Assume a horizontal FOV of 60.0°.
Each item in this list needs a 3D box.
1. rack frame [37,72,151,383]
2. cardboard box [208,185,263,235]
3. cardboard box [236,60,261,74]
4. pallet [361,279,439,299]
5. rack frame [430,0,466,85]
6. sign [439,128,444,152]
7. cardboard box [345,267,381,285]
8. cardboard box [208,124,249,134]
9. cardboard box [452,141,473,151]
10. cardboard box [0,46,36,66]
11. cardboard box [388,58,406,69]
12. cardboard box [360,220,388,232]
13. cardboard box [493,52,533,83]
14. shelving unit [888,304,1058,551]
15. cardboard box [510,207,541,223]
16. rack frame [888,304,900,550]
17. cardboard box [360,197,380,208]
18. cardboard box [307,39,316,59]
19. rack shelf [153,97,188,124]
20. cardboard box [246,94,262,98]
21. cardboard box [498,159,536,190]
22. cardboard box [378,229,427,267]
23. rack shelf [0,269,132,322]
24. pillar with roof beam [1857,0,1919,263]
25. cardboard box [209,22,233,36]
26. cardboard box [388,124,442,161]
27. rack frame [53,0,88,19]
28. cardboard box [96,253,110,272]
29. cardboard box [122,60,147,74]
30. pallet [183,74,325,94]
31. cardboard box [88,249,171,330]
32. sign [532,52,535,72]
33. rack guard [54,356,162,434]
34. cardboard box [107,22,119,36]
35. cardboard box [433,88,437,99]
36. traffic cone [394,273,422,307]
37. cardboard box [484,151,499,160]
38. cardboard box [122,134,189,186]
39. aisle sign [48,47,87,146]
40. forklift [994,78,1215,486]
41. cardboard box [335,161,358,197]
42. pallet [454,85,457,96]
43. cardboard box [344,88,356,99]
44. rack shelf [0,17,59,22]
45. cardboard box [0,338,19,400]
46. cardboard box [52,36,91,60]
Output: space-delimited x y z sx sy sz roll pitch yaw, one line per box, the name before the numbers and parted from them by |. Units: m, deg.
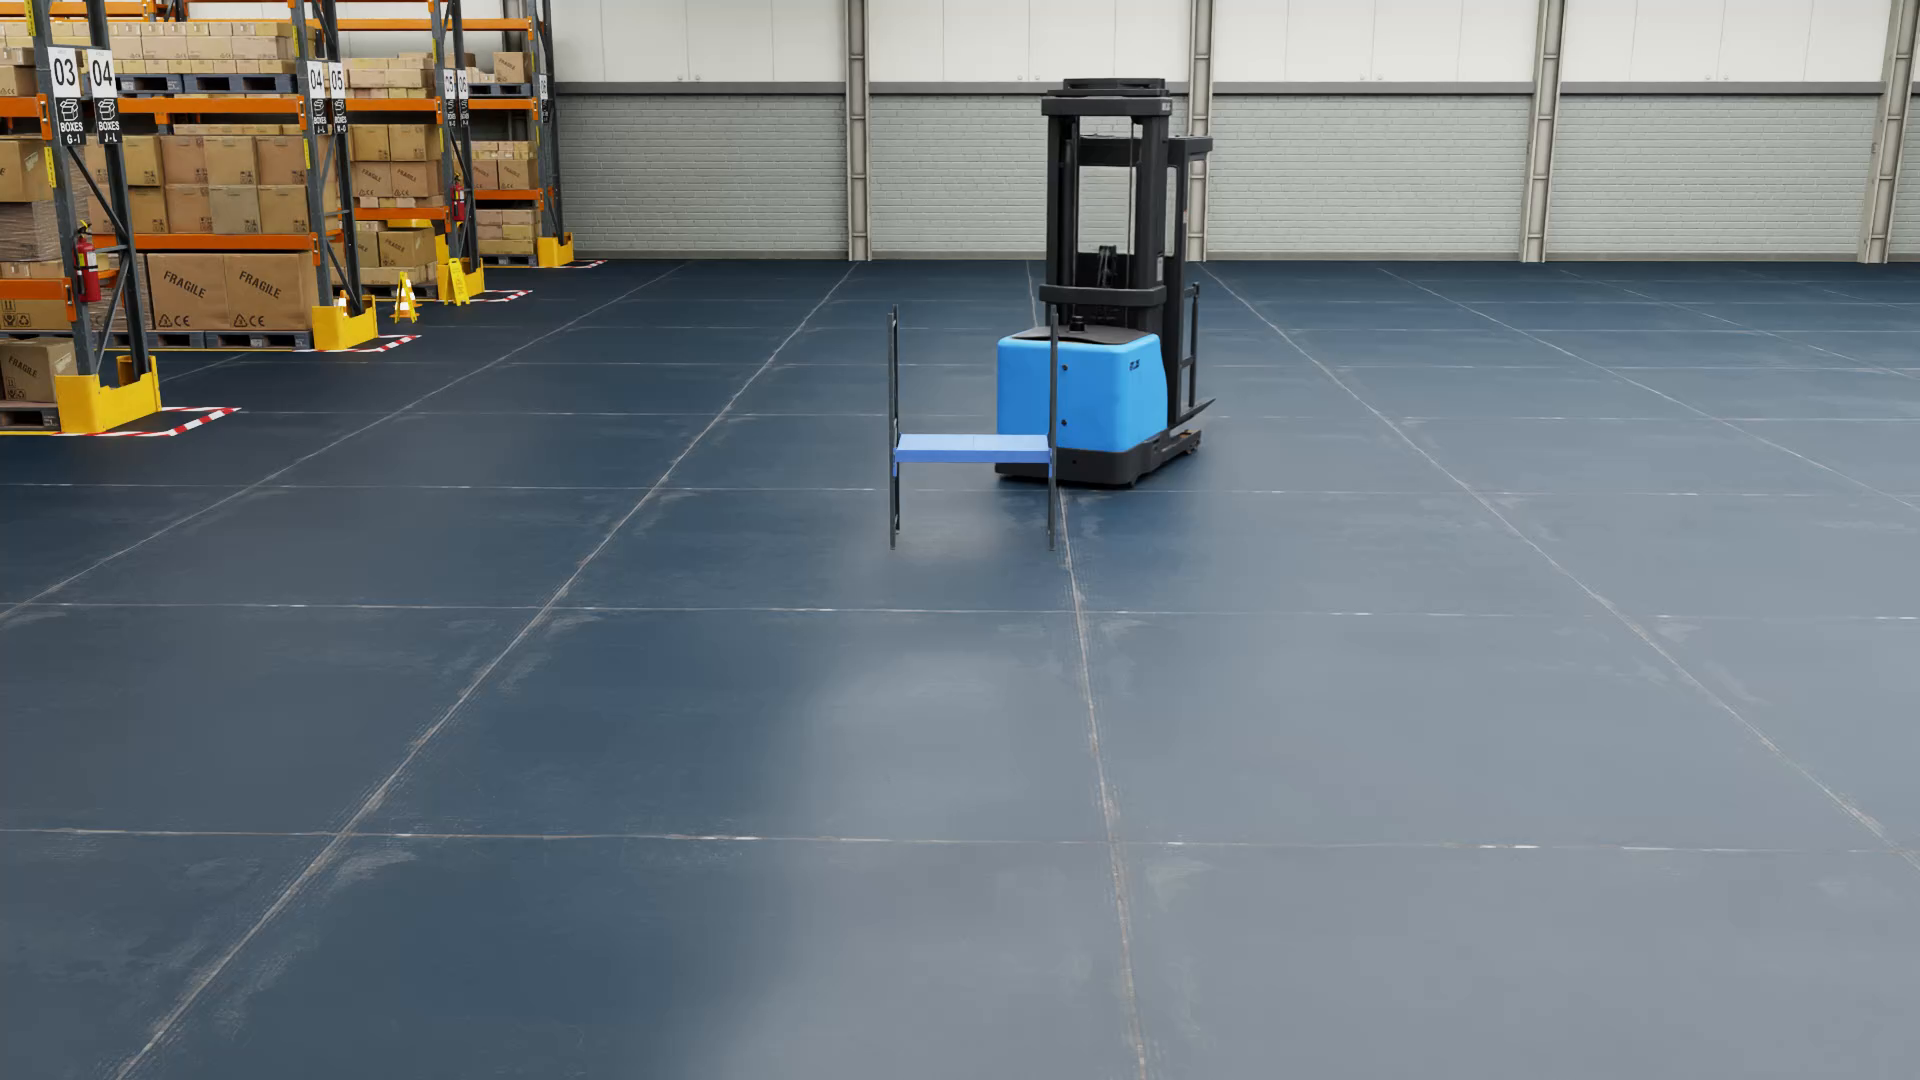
rack frame | -7.498 -2.515 14.493 0.127 3.000 1.000 0 15 1
cardboard box | -8.192 -3.841 19.223 0.550 0.550 0.875 0 15 1
cardboard box | -7.863 -5.277 18.555 0.250 0.149 0.380 0 15 2
pallet | -8.132 -3.709 24.484 1.213 0.211 1.003 0 15 1
rack frame | -7.245 -7.943 23.306 0.127 3.000 1.000 0 15 1
sign | -7.279 -5.614 23.348 0.005 0.325 0.100 0 15 1
cardboard box | -8.577 -3.858 24.149 0.500 0.250 0.500 0 15 2
cardboard box | -10.299 -5.677 23.738 0.500 0.500 0.700 0 15 2
cardboard box | -8.505 -6.745 28.475 0.250 0.149 0.380 1 15 3
cardboard box | -7.783 -4.008 13.784 0.250 0.149 0.380 0 15 1
cardboard box | -7.847 -6.695 23.386 0.250 0.149 0.380 1 15 2
cardboard box | -8.421 -4.516 23.902 0.250 0.149 0.380 1 15 3
cardboard box | -7.570 -7.999 28.183 0.500 0.500 0.500 1 15 3
shelving unit | 0.085 -0.725 10.647 1.048 1.500 0.538 0 15 1
cardboard box | -7.597 -5.717 29.234 0.500 0.250 0.500 0 15 1
rack frame | -0.423 -0.728 10.659 0.032 1.500 0.500 0 15 1
cardboard box | -8.394 -4.843 23.809 0.250 0.149 0.380 1 15 2
cardboard box | -7.746 -5.621 19.077 0.500 0.250 0.500 0 15 1
rack shelf | -13.243 -6.184 23.929 4.000 0.370 1.077 0 15 1
cardboard box | -9.911 -6.327 23.553 0.250 0.149 0.380 0 15 0
cardboard box | -7.620 -6.293 28.615 0.500 0.500 0.500 0 15 0
cardboard box | -8.052 -4.217 24.041 0.500 0.500 0.500 0 15 2
rack shelf | -9.497 -2.180 14.634 4.000 0.370 1.077 0 15 1
pillar with roof beam | 16.088 -8.189 24.239 0.400 9.000 9.100 0 15 1
cardboard box | -8.121 -5.664 18.460 0.250 0.149 0.380 1 15 2
cardboard box | -7.761 -5.666 23.695 0.500 0.500 0.700 0 15 0
rack frame | -15.119 -9.261 28.302 0.127 3.000 1.000 0 15 1
cardboard box | -7.777 -2.456 14.762 0.250 0.149 0.380 0 15 1
cardboard box | -9.136 -5.285 18.586 0.250 0.149 0.380 1 15 2
pallet | -8.012 -5.189 18.921 1.213 0.211 1.003 0 15 1
cardboard box | -9.741 -2.954 19.499 0.875 0.875 0.875 0 15 2
sign | -7.149 -8.010 27.860 0.005 0.325 0.100 0 15 1
rack guard | -7.574 -1.307 14.814 0.348 0.500 1.175 0 15 1
cardboard box | -9.393 -5.672 18.490 0.250 0.149 0.380 0 15 1
cardboard box | -7.568 -6.456 24.043 0.250 0.149 0.380 0 15 1
traffic cone | -7.707 -3.490 23.159 0.334 0.463 0.336 0 15 1
cardboard box | -7.989 -6.612 28.555 0.250 0.149 0.380 1 15 2
cardboard box | -9.282 -4.375 19.131 0.500 0.550 0.875 0 15 1
aisle sign | -7.443 -3.695 13.870 0.004 0.787 0.394 0 15 1
forklift | 1.329 -2.147 13.233 1.130 2.935 3.031 7 16 24
cardboard box | -8.795 -5.176 23.801 0.500 0.500 0.500 0 15 1
pallet | -9.050 -7.734 28.568 1.213 0.211 1.003 0 15 1
cardboard box | -8.625 -6.314 23.505 0.250 0.149 0.380 0 15 1
rack shelf | -17.118 -8.733 28.494 4.000 0.370 1.077 0 15 1
cardboard box | -8.720 -1.513 14.771 0.500 0.500 0.500 4 15 16
cardboard box | -9.778 -5.498 18.610 0.500 0.250 0.500 0 15 1
